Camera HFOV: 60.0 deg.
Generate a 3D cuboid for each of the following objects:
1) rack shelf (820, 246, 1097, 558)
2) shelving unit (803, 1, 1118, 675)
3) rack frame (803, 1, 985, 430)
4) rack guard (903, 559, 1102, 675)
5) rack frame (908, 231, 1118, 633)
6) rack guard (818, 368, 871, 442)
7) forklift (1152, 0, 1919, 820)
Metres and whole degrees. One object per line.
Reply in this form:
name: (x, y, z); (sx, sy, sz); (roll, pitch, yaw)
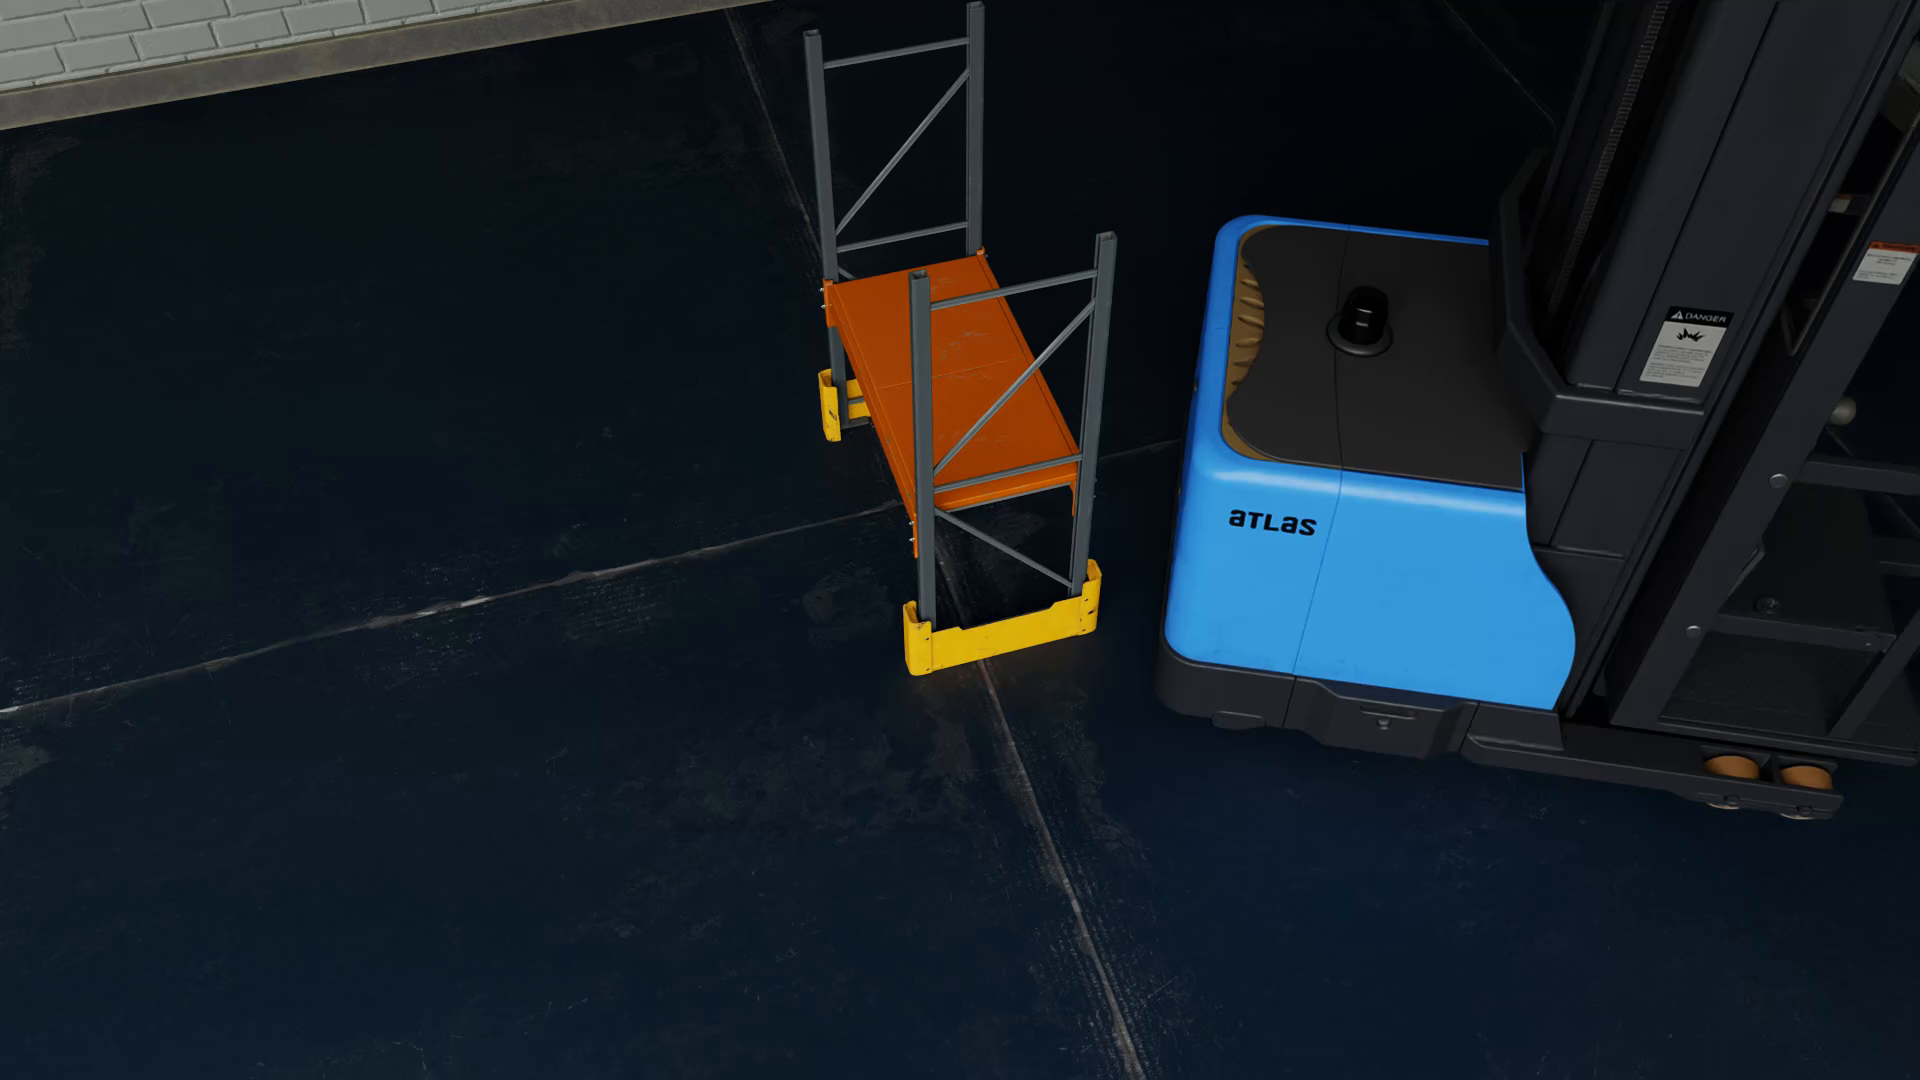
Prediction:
rack shelf: (-0.025, -0.430, 4.867); (0.538, 0.185, 1.000); (-13, 51, -11)
shelving unit: (-0.023, -0.539, 4.724); (0.587, 1.500, 1.083); (-13, 51, -11)
rack frame: (-0.176, -0.917, 5.042); (0.500, 1.500, 0.032); (-13, 51, -11)
rack guard: (0.125, 0.227, 4.895); (0.587, 0.250, 0.087); (-13, 51, -11)
rack frame: (0.125, -0.174, 4.416); (0.500, 1.500, 0.032); (-13, 51, -11)
rack guard: (-0.170, -0.500, 5.508); (0.587, 0.250, 0.087); (-13, 51, -11)
forklift: (2.121, -0.614, 3.851); (3.031, 2.935, 1.130); (7, 50, 6)
